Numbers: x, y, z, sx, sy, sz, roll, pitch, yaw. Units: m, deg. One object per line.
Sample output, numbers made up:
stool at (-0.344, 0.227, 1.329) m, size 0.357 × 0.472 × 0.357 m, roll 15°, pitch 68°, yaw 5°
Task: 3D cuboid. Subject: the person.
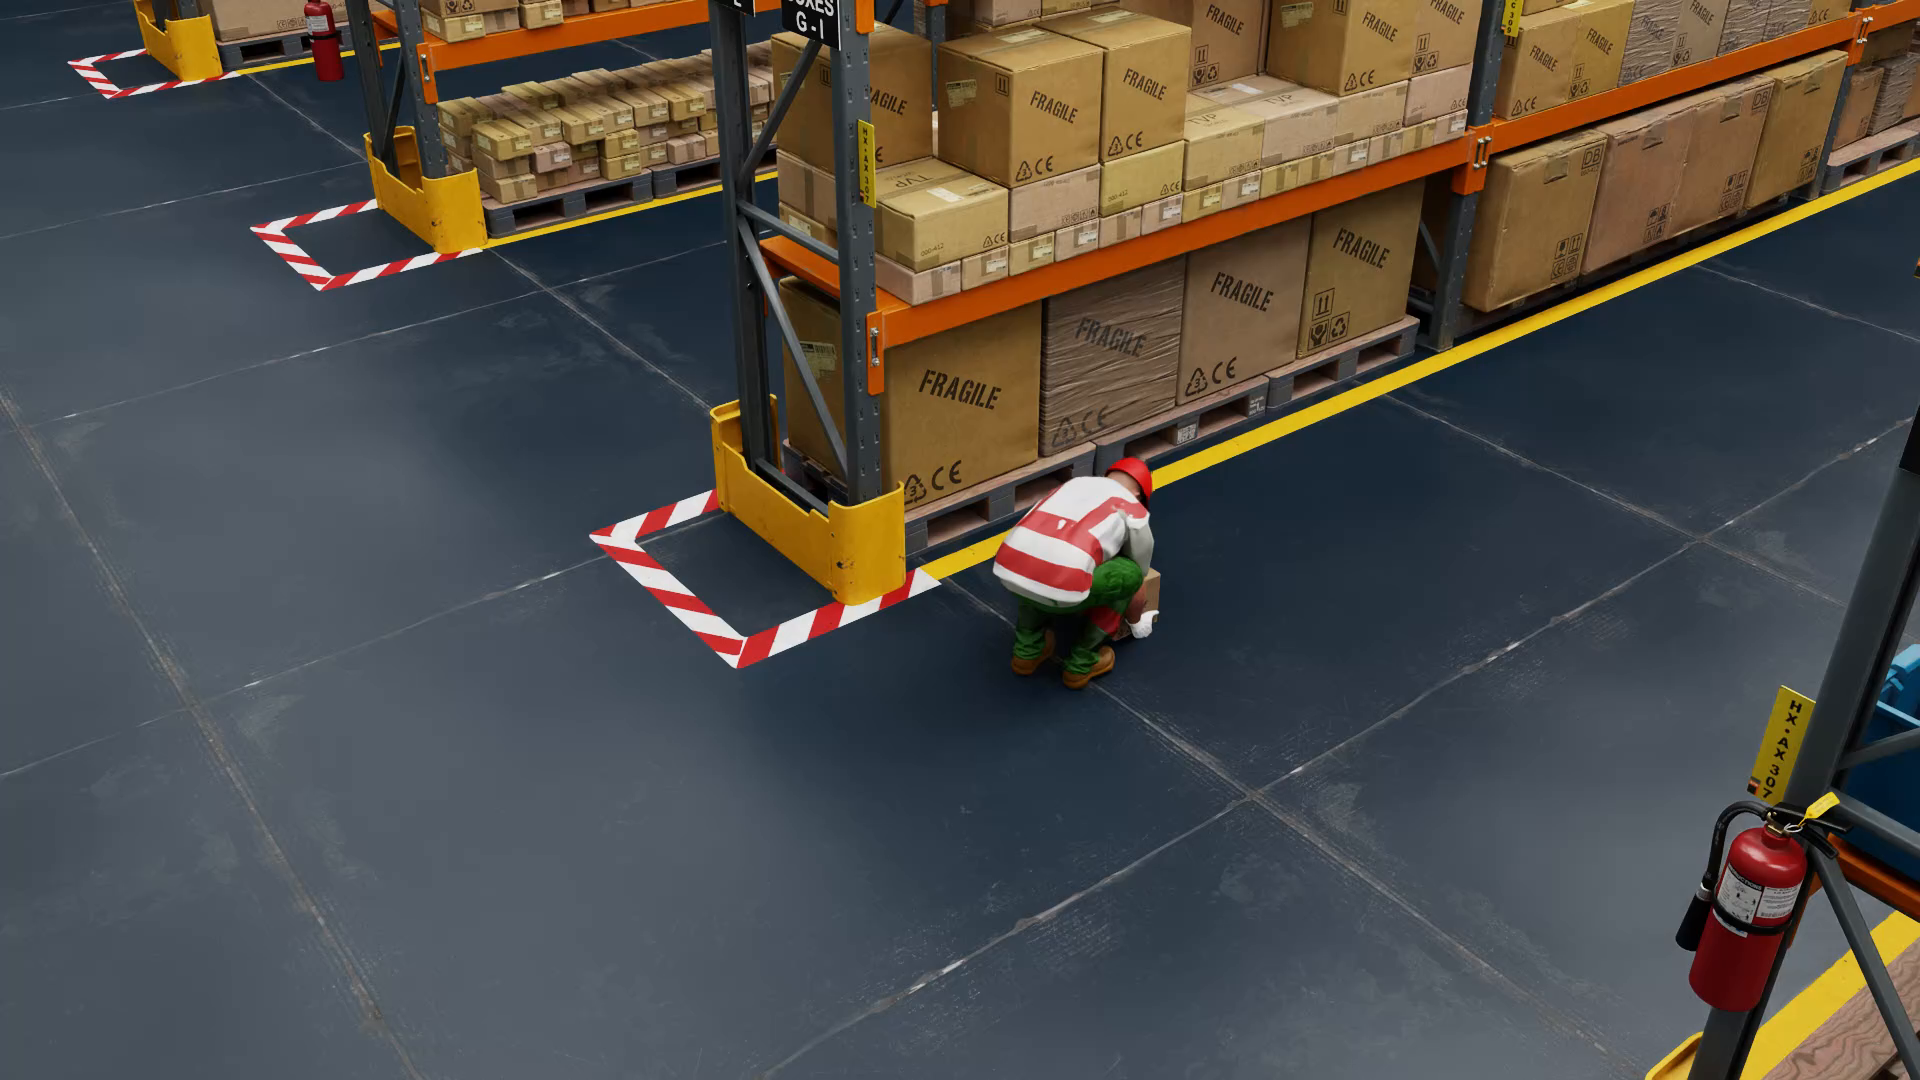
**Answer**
person at (0.507, 0.142, 6.849) m, size 0.520 × 0.821 × 0.965 m, roll 21°, pitch 37°, yaw 30°
